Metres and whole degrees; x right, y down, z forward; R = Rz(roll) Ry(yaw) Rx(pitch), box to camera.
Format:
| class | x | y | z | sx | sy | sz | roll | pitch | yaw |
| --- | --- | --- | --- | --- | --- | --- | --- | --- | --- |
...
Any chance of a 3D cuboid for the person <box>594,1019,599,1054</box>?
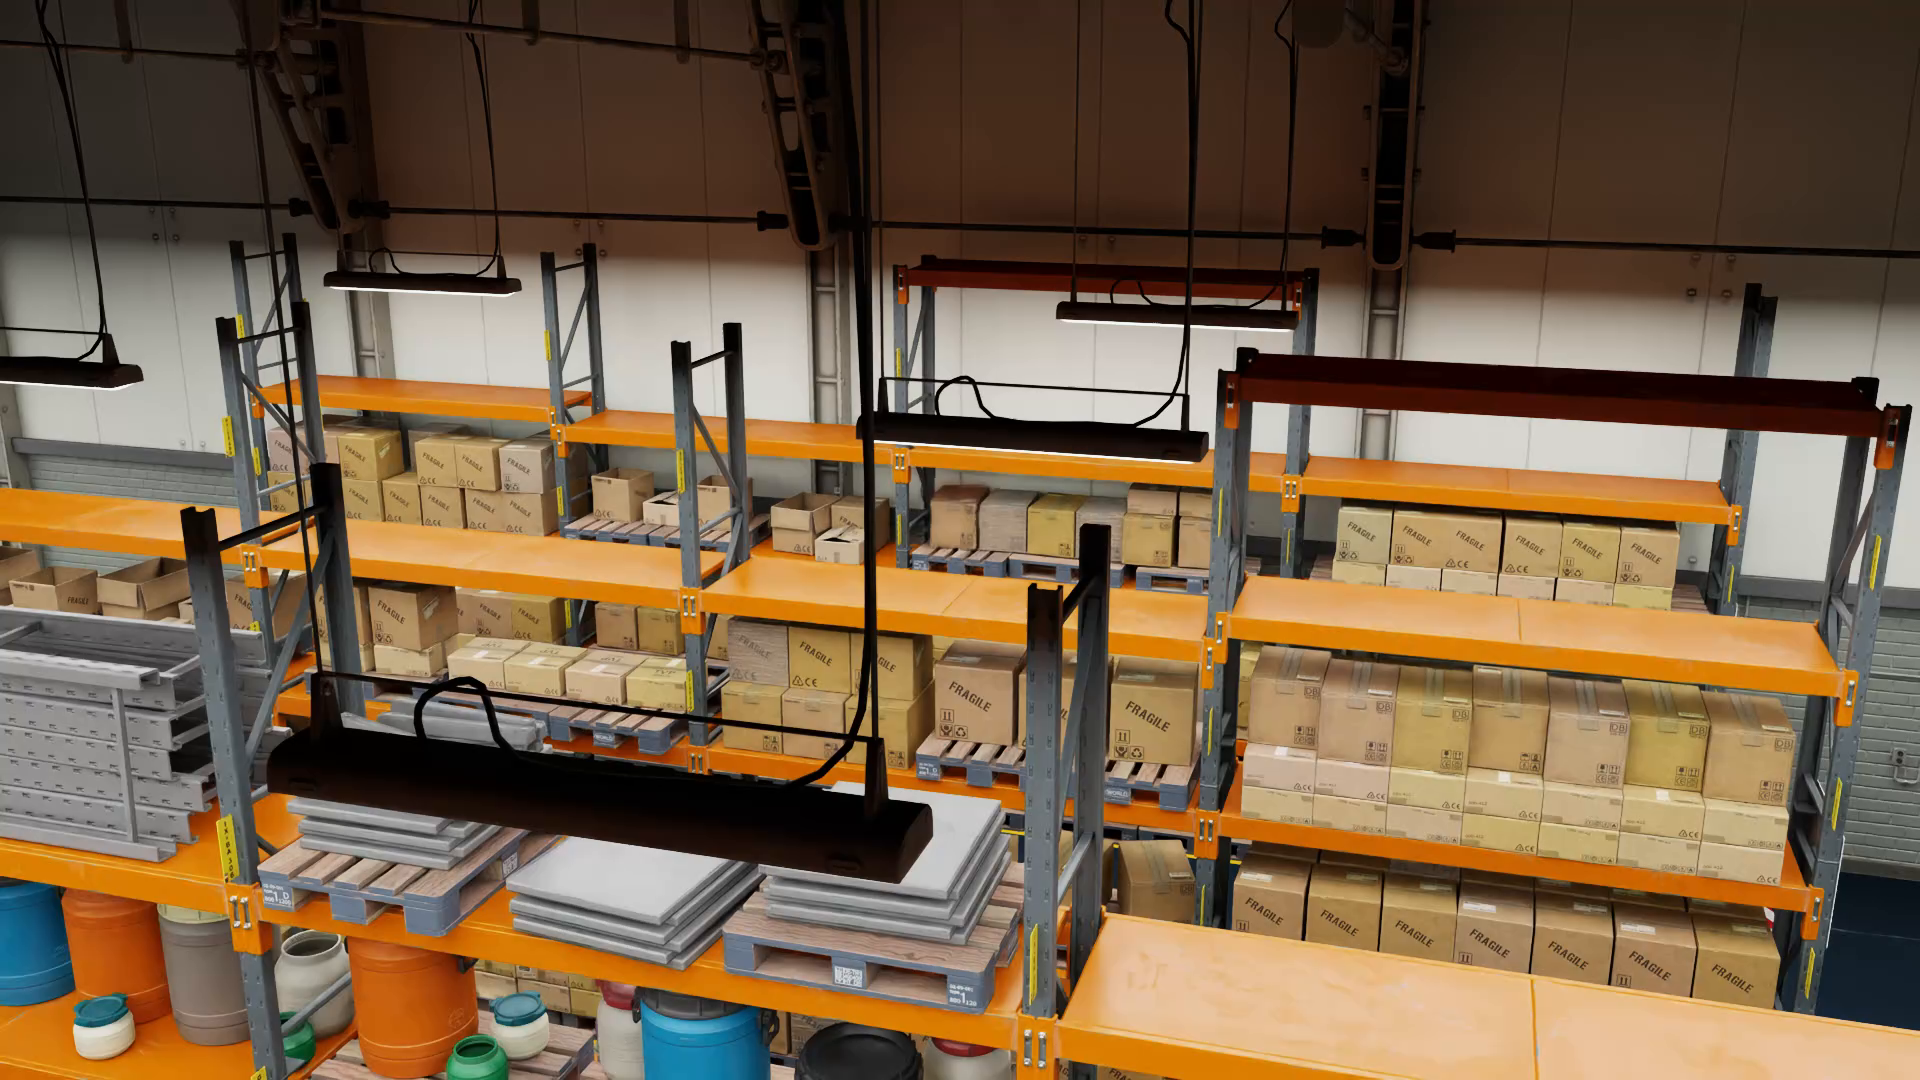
| class | x | y | z | sx | sy | sz | roll | pitch | yaw |
| --- | --- | --- | --- | --- | --- | --- | --- | --- | --- |
| person | -2.594 | 3.882 | 12.420 | 0.946 | 1.547 | 0.434 | 5 | 17 | 17 |
